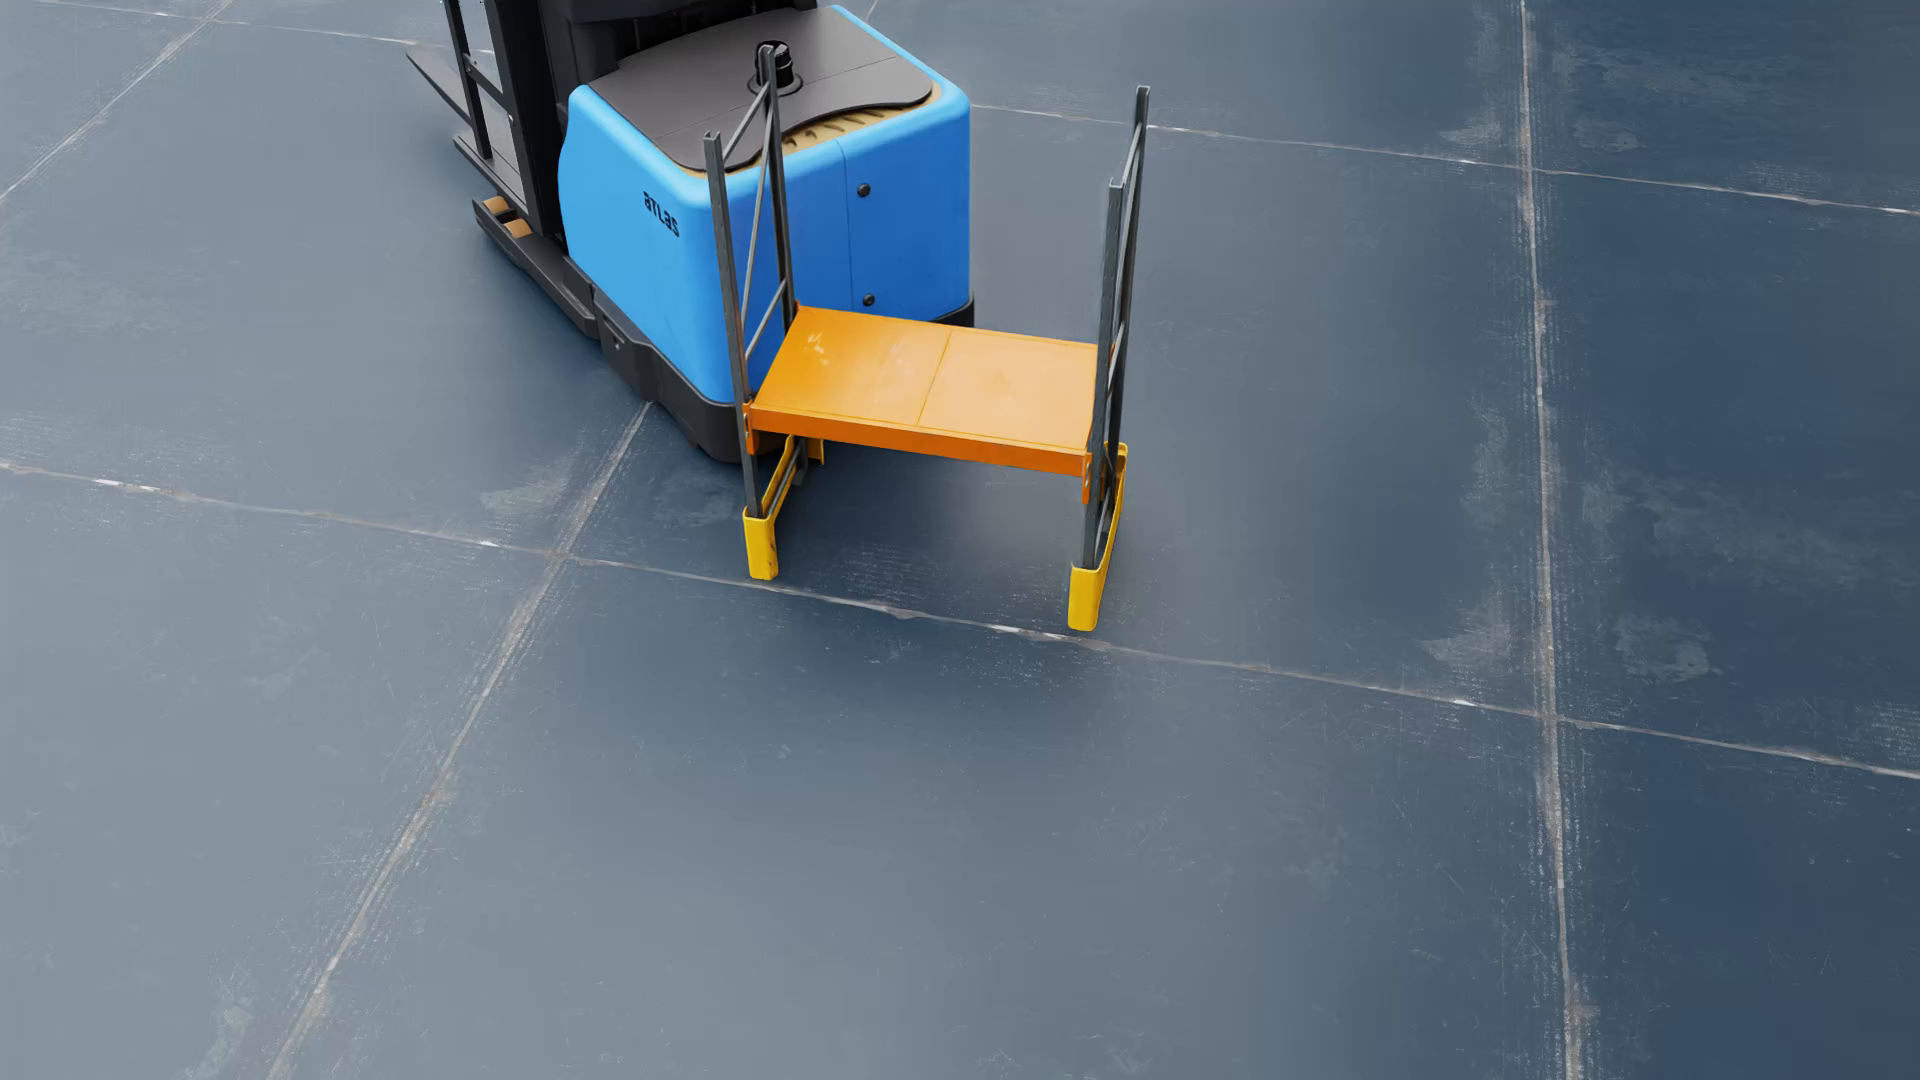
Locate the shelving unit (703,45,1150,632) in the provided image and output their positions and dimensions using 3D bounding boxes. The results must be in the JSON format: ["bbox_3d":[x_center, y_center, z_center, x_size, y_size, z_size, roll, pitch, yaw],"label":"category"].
[{"bbox_3d":[-0.064,-0.543,4.733,1.083,1.500,0.587,9,45,9],"label":"shelving unit"}]

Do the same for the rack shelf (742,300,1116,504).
[{"bbox_3d":[-0.072,-0.415,4.859,1.000,0.185,0.538,9,45,9],"label":"rack shelf"}]

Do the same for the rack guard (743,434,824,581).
[{"bbox_3d":[-0.550,-0.167,5.244,0.087,0.250,0.587,9,45,9],"label":"rack guard"}]

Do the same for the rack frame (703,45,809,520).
[{"bbox_3d":[-0.569,-0.621,4.813,0.032,1.500,0.500,9,45,9],"label":"rack frame"}]

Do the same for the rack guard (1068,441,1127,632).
[{"bbox_3d":[0.423,-0.018,5.089,0.087,0.250,0.587,9,45,9],"label":"rack guard"}]

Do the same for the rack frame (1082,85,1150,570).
[{"bbox_3d":[0.424,-0.469,4.655,0.032,1.500,0.500,9,45,9],"label":"rack frame"}]

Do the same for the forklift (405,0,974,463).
[{"bbox_3d":[-1.220,-2.288,5.514,1.130,2.935,3.031,-27,50,-25],"label":"forklift"}]
